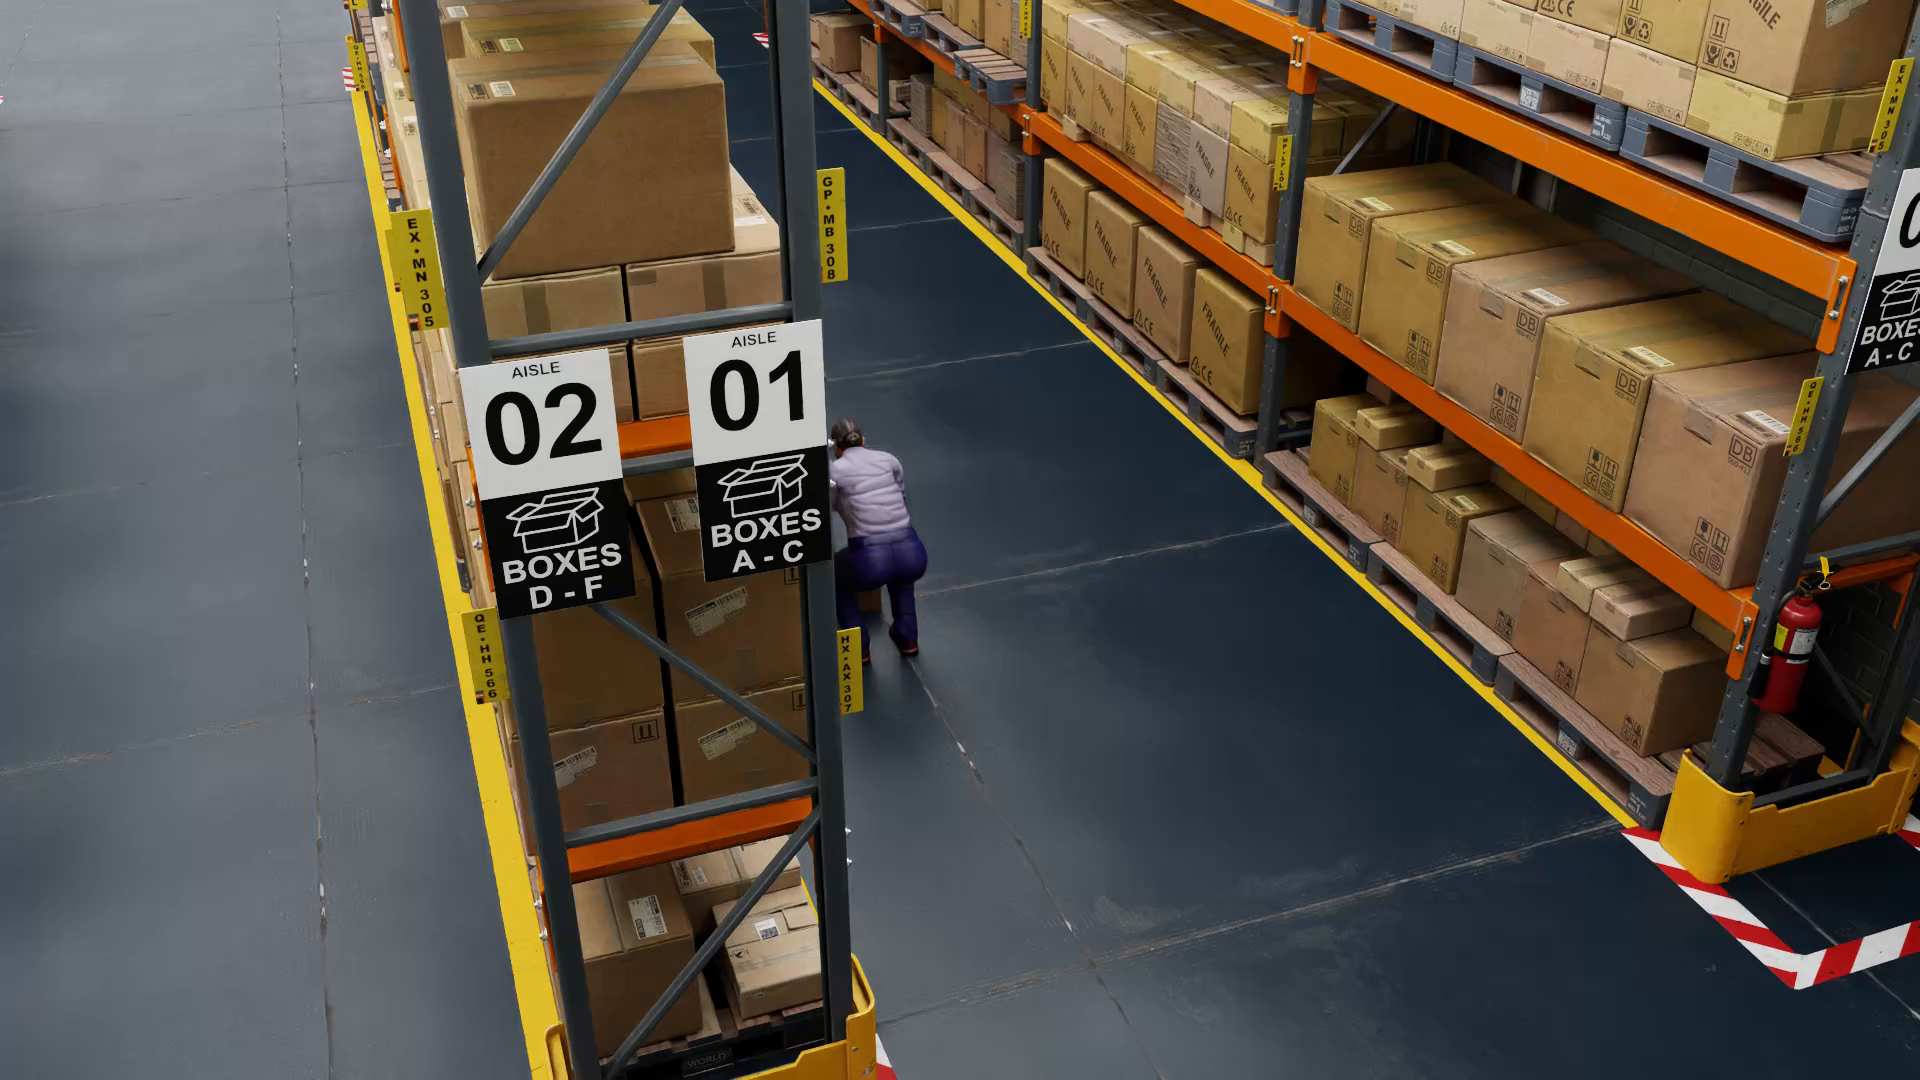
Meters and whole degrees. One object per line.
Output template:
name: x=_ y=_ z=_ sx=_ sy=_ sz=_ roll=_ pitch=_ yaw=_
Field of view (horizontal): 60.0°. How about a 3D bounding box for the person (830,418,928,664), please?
person: x=-0.486 y=0.032 z=8.726 sx=0.537 sy=1.226 sz=0.731 roll=-11 pitch=32 yaw=-18
